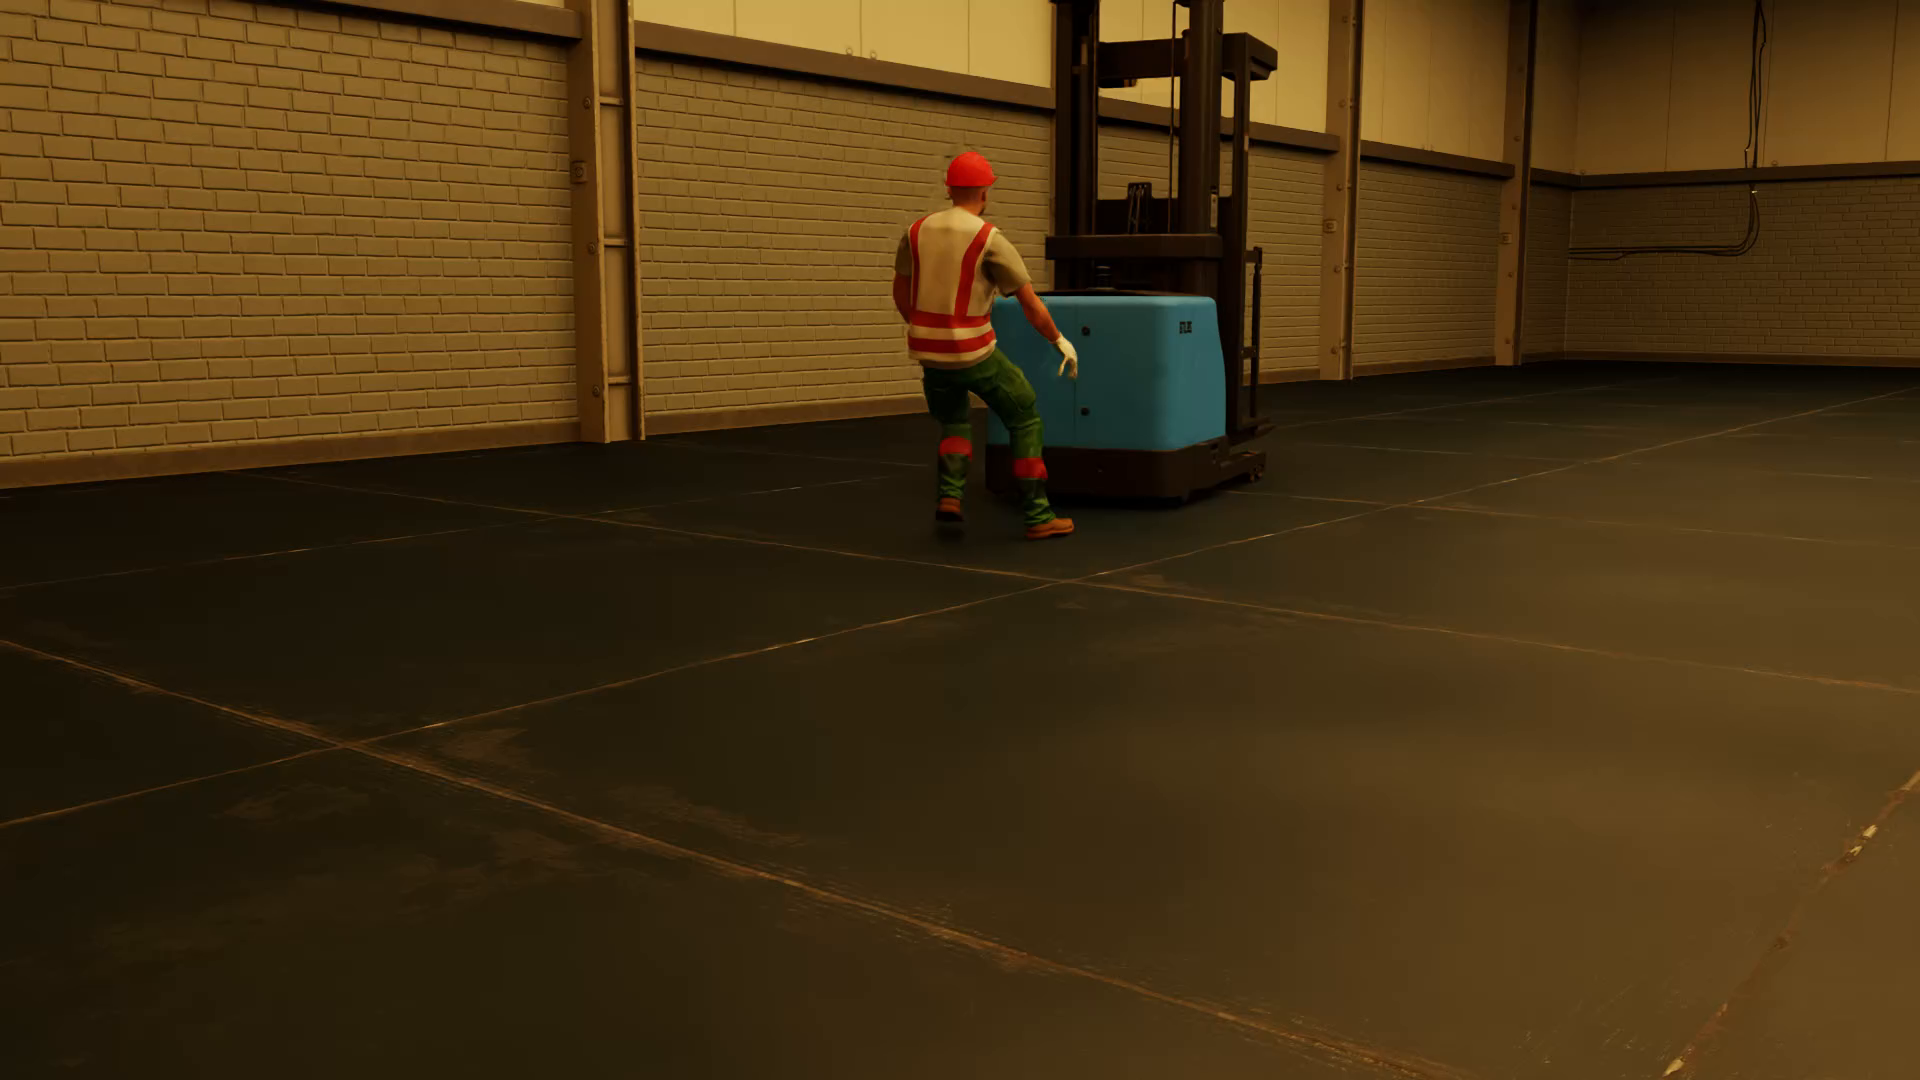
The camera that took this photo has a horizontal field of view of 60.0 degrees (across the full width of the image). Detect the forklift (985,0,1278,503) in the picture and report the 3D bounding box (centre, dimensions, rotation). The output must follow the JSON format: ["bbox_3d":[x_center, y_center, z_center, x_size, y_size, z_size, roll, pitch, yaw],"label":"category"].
[{"bbox_3d":[1.187,-1.814,9.678,1.130,2.935,3.031,4,9,23],"label":"forklift"}]

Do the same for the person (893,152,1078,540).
[{"bbox_3d":[0.099,-0.859,7.434,0.811,1.699,0.561,5,10,31],"label":"person"}]
